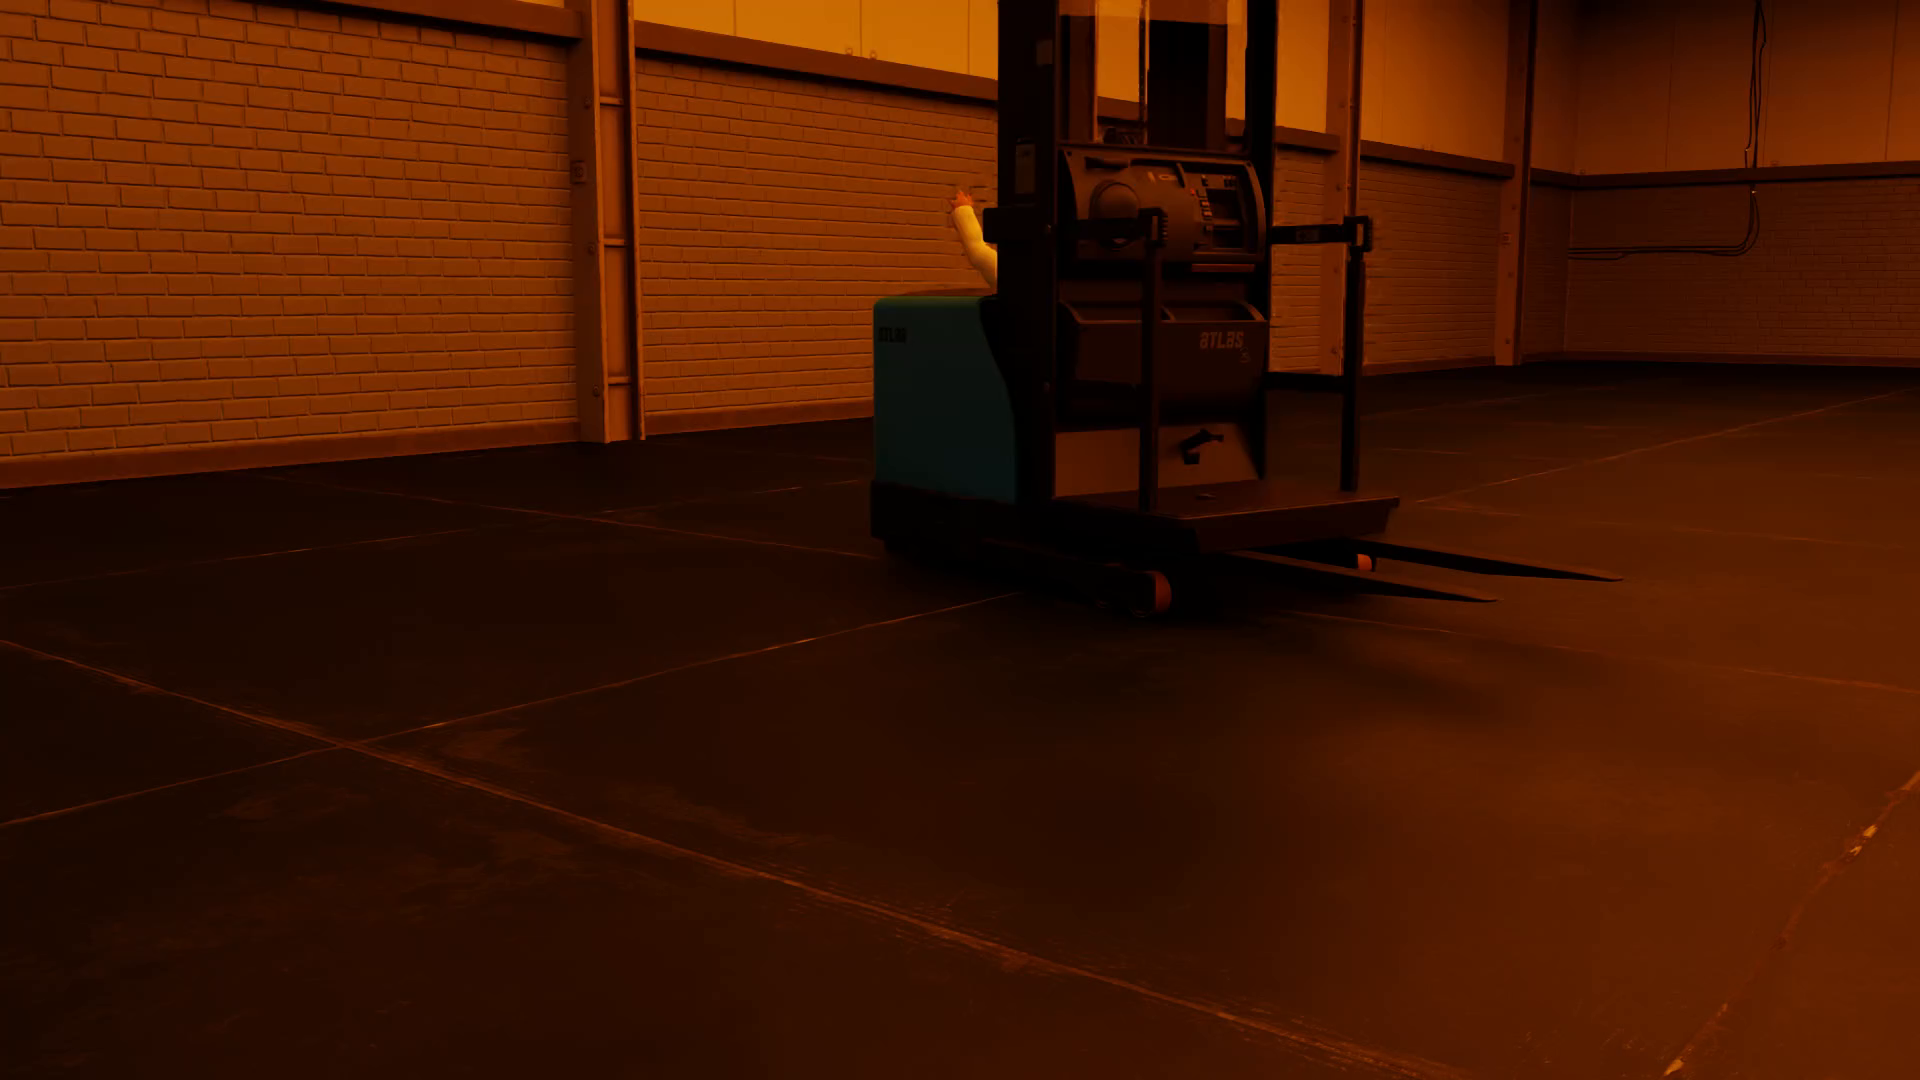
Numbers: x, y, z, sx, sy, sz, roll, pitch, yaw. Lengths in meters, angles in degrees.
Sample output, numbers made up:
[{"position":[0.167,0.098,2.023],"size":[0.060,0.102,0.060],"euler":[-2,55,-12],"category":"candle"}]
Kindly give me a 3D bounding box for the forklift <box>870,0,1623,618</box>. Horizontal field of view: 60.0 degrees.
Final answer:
[{"position":[0.883,-1.265,5.930],"size":[1.130,2.935,3.031],"euler":[-6,10,-35],"category":"forklift"}]

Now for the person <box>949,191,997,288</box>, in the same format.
[{"position":[0.448,-0.954,8.161],"size":[1.090,1.728,0.805],"euler":[5,10,30],"category":"person"}]
